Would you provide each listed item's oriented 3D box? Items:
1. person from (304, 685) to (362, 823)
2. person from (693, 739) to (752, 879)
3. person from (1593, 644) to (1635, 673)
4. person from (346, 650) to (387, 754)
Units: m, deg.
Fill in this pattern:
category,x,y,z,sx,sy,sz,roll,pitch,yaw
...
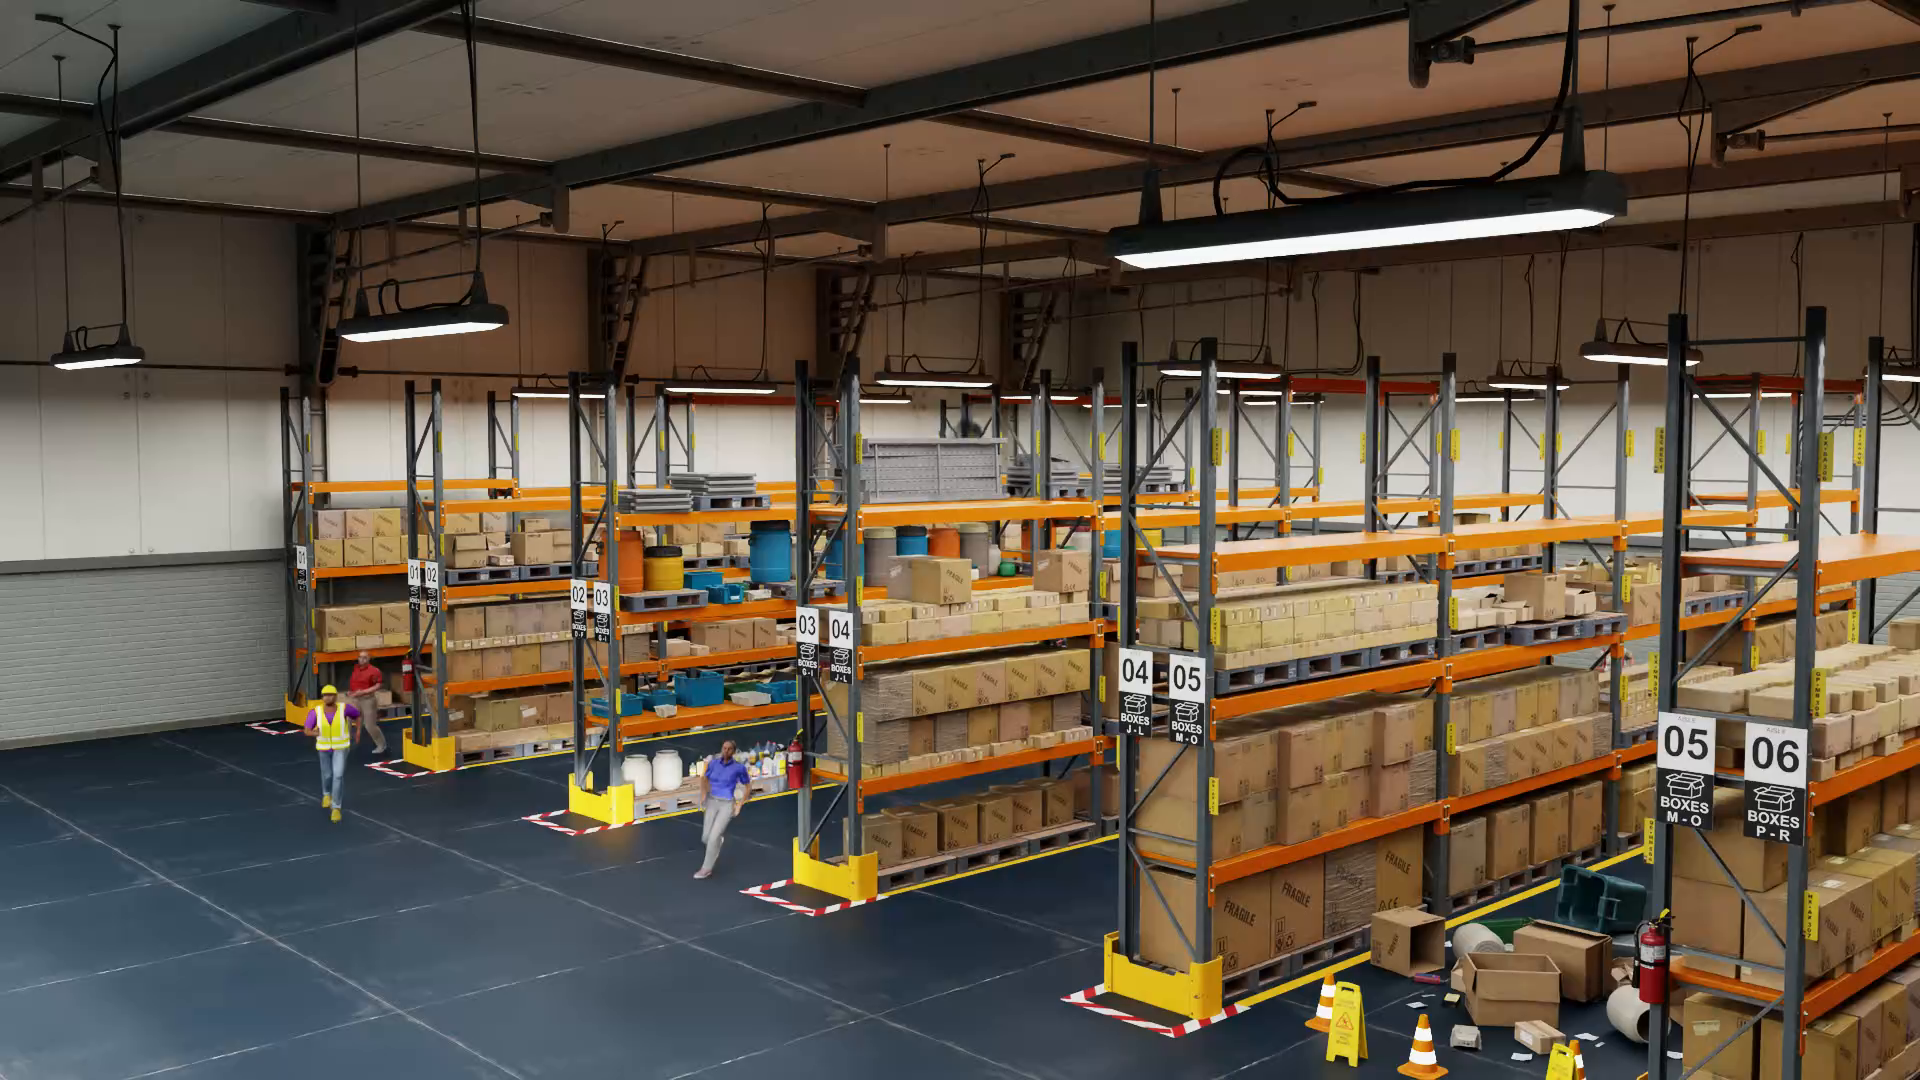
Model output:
category,x,y,z,sx,sy,sz,roll,pitch,yaw
person,-8.480,2.842,22.508,0.712,1.801,0.948,-1,4,-12
person,-2.758,3.125,19.488,0.625,1.589,0.679,1,4,15
person,11.182,2.465,28.403,0.717,1.784,0.869,2,4,24
person,-9.472,2.630,26.414,0.665,1.773,0.857,1,4,20
